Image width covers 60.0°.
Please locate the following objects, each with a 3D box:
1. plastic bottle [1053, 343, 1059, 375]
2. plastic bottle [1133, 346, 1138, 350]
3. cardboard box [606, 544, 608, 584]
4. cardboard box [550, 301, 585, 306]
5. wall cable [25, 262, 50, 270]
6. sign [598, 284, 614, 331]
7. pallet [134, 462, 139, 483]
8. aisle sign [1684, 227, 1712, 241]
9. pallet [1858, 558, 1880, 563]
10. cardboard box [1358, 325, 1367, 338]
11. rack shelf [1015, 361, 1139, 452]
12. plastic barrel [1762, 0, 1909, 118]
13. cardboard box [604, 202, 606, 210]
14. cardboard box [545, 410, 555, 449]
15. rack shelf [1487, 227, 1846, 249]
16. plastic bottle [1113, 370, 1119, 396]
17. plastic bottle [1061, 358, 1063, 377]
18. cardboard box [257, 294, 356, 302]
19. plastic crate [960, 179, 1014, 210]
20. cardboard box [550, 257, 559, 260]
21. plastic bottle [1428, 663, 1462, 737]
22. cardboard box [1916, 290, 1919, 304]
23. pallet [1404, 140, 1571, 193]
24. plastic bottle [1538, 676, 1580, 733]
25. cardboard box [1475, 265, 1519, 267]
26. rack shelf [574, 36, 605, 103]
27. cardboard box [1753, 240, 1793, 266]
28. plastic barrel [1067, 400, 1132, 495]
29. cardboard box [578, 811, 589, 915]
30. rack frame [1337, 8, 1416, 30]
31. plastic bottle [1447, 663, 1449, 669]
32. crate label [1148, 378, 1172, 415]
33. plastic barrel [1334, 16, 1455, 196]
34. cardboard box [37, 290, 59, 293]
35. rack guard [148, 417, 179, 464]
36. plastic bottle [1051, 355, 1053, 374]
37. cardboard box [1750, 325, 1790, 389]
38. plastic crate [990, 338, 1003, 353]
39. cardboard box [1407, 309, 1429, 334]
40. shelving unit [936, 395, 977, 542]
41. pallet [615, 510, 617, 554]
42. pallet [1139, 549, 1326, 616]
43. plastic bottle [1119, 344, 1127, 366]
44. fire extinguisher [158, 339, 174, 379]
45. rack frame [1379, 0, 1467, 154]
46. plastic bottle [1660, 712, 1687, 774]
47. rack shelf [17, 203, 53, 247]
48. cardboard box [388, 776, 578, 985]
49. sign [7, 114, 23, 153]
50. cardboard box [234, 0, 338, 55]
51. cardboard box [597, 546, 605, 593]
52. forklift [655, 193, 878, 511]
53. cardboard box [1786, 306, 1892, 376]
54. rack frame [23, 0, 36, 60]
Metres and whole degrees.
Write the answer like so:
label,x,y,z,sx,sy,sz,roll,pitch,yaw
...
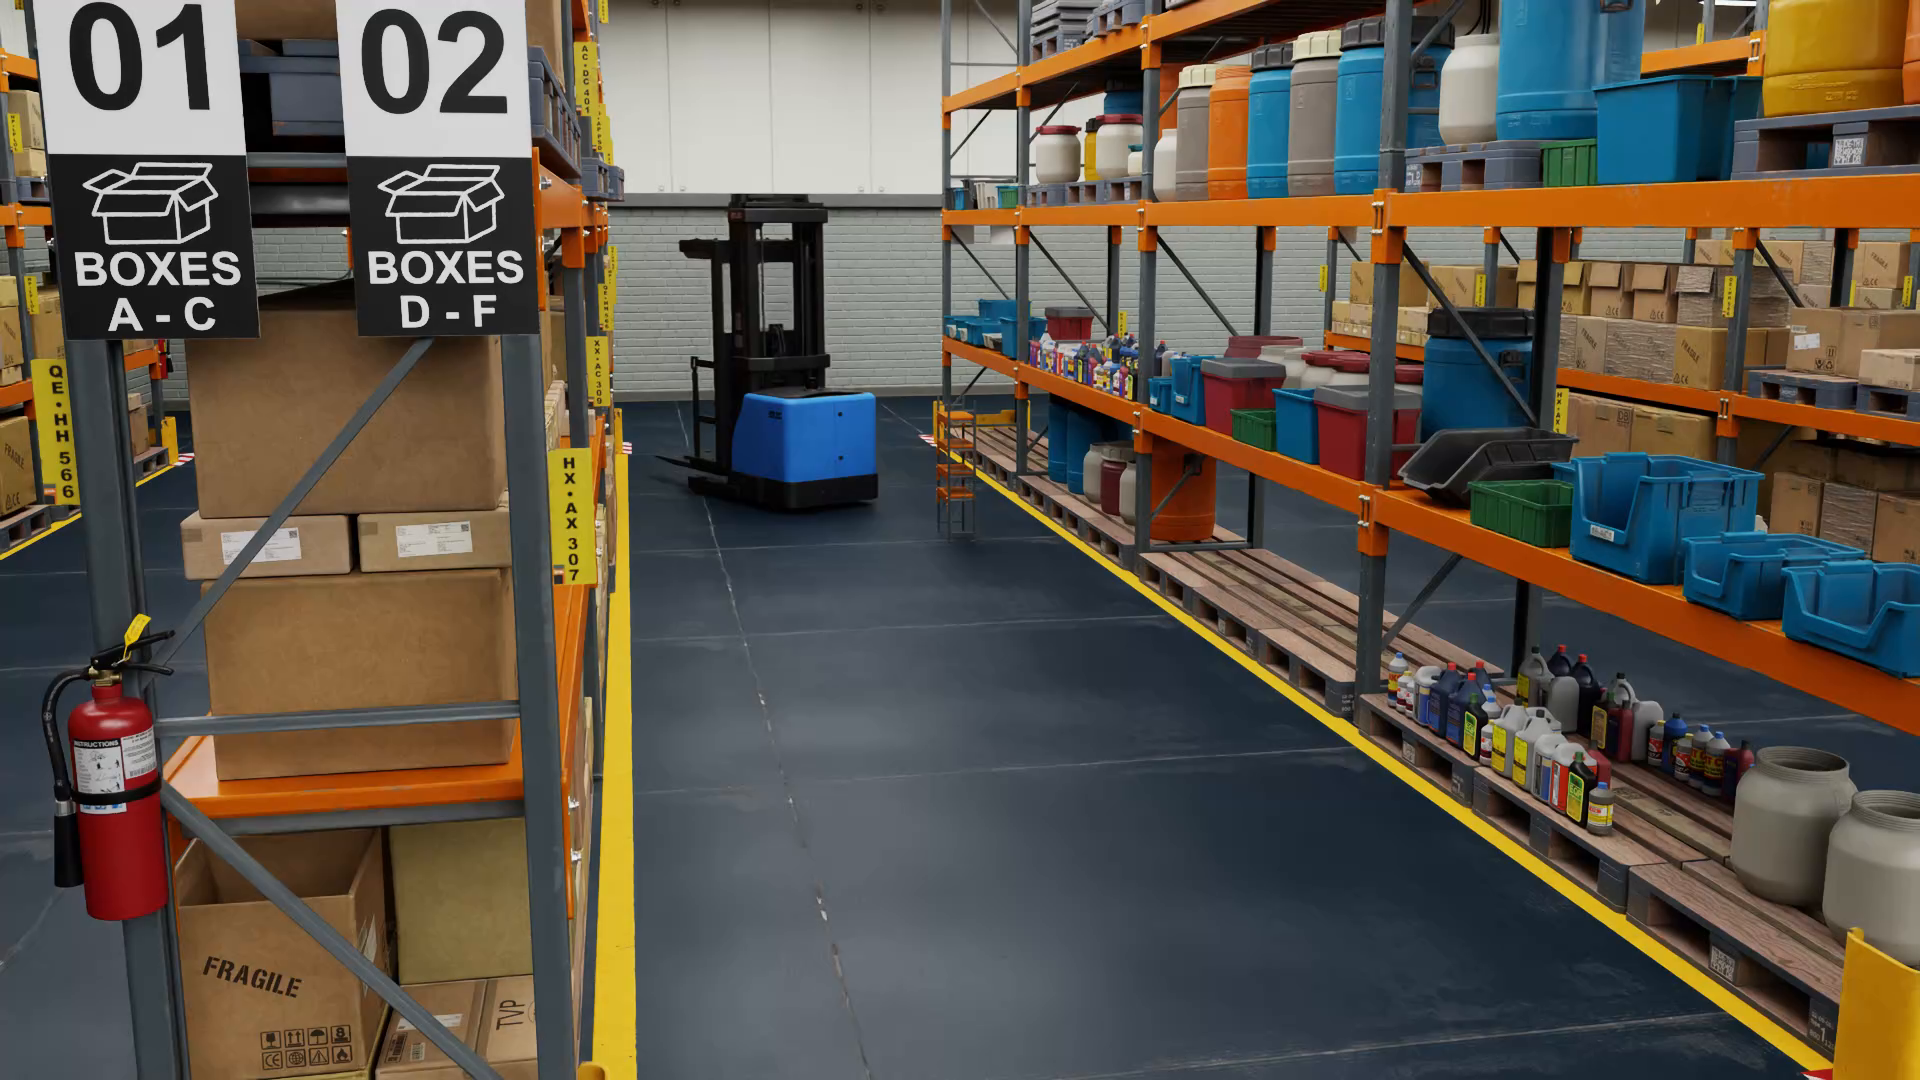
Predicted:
label,x,y,z,sx,sy,sz,roll,pitch,yaw
plastic bottle,0.889,-1.649,15.148,0.061,0.283,0.133,-2,11,-11
plastic bottle,1.652,-1.646,15.154,0.152,0.276,0.135,-2,11,-11
cardboard box,-2.677,0.193,11.388,0.500,0.250,0.500,-2,11,-10
cardboard box,-3.392,-1.706,13.746,0.700,0.500,0.500,-5,12,-25
wall cable,-10.610,-3.025,19.348,0.084,1.984,1.851,-2,11,-11
sign,-2.475,-1.628,11.632,0.100,0.325,0.005,-2,11,-11
pallet,-8.967,-0.588,16.722,1.003,0.211,1.213,-2,11,-11
aisle sign,9.720,-4.307,21.849,0.394,0.787,0.004,-2,11,-11
pallet,7.084,0.338,11.854,1.003,0.211,1.213,-2,11,-11
cardboard box,5.042,-2.523,20.103,0.380,0.149,0.250,-2,11,-12
rack shelf,1.452,-1.231,14.568,1.077,0.370,4.000,-2,11,-11
plastic barrel,3.051,-1.728,5.602,0.600,0.588,0.600,0,11,0
cardboard box,-4.019,-3.638,17.665,0.500,0.250,0.500,-2,11,-11
cardboard box,-1.732,-0.398,6.262,0.380,0.149,0.250,-2,11,-9
rack shelf,6.311,-2.885,15.234,1.077,0.370,4.000,-2,11,-11
plastic bottle,1.276,-1.261,13.331,0.097,0.201,0.097,0,11,0
plastic bottle,0.955,-1.563,14.919,0.097,0.201,0.097,0,11,0
cardboard box,-1.659,-0.450,4.800,0.700,0.500,0.500,-2,11,-12
plastic crate,0.313,-3.838,18.483,0.504,0.338,0.767,-2,11,-11
cardboard box,-4.545,-2.768,17.774,0.500,0.500,0.500,-2,11,-10
plastic bottle,2.369,0.764,8.069,0.144,0.351,0.185,-2,11,-9
cardboard box,10.432,-2.580,17.686,0.380,0.149,0.250,-2,11,-8
pallet,2.855,-1.736,7.780,1.213,0.211,1.003,-2,11,-11
plastic bottle,2.924,0.790,8.130,0.152,0.276,0.135,-2,11,-11
cardboard box,5.991,-2.760,18.277,0.500,0.500,0.500,-2,11,-11
rack shelf,-4.185,-4.731,16.919,1.077,0.370,4.000,-2,11,-11
cardboard box,10.039,-3.433,20.475,0.500,0.500,0.500,-2,11,-12
plastic barrel,1.290,-0.897,15.375,0.600,0.901,0.708,-2,11,-11
cardboard box,-1.639,1.191,6.145,0.500,0.250,0.500,-2,11,-11
rack frame,5.144,-5.813,20.668,1.000,3.000,0.127,-2,11,-11
plastic bottle,2.445,0.763,8.256,0.061,0.283,0.133,-2,11,-11
crate label,1.555,-1.045,12.112,0.303,0.233,0.416,-2,11,-11
plastic barrel,2.307,-2.290,8.841,0.600,0.901,0.708,-2,11,-11
cardboard box,-9.032,-2.106,16.437,0.980,0.700,0.700,-3,11,-14
rack guard,-9.437,-1.101,18.647,1.175,0.500,0.348,-2,11,-11
plastic bottle,0.884,-1.630,15.271,0.097,0.201,0.097,0,11,0
cardboard box,6.872,-1.546,14.031,0.500,0.500,0.500,-2,11,-9
plastic crate,0.582,-2.042,17.475,0.437,0.125,0.590,-2,11,-11
cardboard box,5.376,-2.464,18.726,0.500,0.250,0.500,-2,11,-10
shelving unit,-0.032,-0.620,14.244,0.258,1.200,0.503,-2,11,-11
pallet,-3.360,-0.030,13.791,1.003,0.211,1.213,-2,11,-11
pallet,1.954,0.295,12.081,1.003,0.211,1.213,-2,11,-11
plastic bottle,1.507,-1.660,15.242,0.097,0.271,0.097,0,11,0
fire extinguisher,-9.009,-2.148,18.665,0.296,0.674,0.183,-2,11,-11
rack frame,2.619,-3.432,8.158,1.000,3.000,0.127,-2,11,-11
plastic bottle,3.225,0.911,7.507,0.097,0.271,0.097,0,11,0
rack shelf,-9.044,-3.078,16.249,1.077,0.370,4.000,-2,11,-11
cardboard box,-1.448,1.007,5.110,0.500,0.500,0.500,-2,11,-11
sign,-8.124,-3.495,14.290,0.100,0.325,0.005,-2,11,-11
cardboard box,-1.570,-1.476,4.134,0.797,0.503,0.637,-1,11,-7
cardboard box,-2.377,0.197,9.869,0.500,0.311,0.500,-2,11,-9
forklift,-2.074,-1.937,16.534,1.130,2.935,3.031,-8,13,-37
cardboard box,6.844,-1.556,12.959,0.500,0.500,0.500,-4,11,-18
rack frame,-9.433,-5.272,17.829,1.000,3.000,0.127,-2,11,-11
